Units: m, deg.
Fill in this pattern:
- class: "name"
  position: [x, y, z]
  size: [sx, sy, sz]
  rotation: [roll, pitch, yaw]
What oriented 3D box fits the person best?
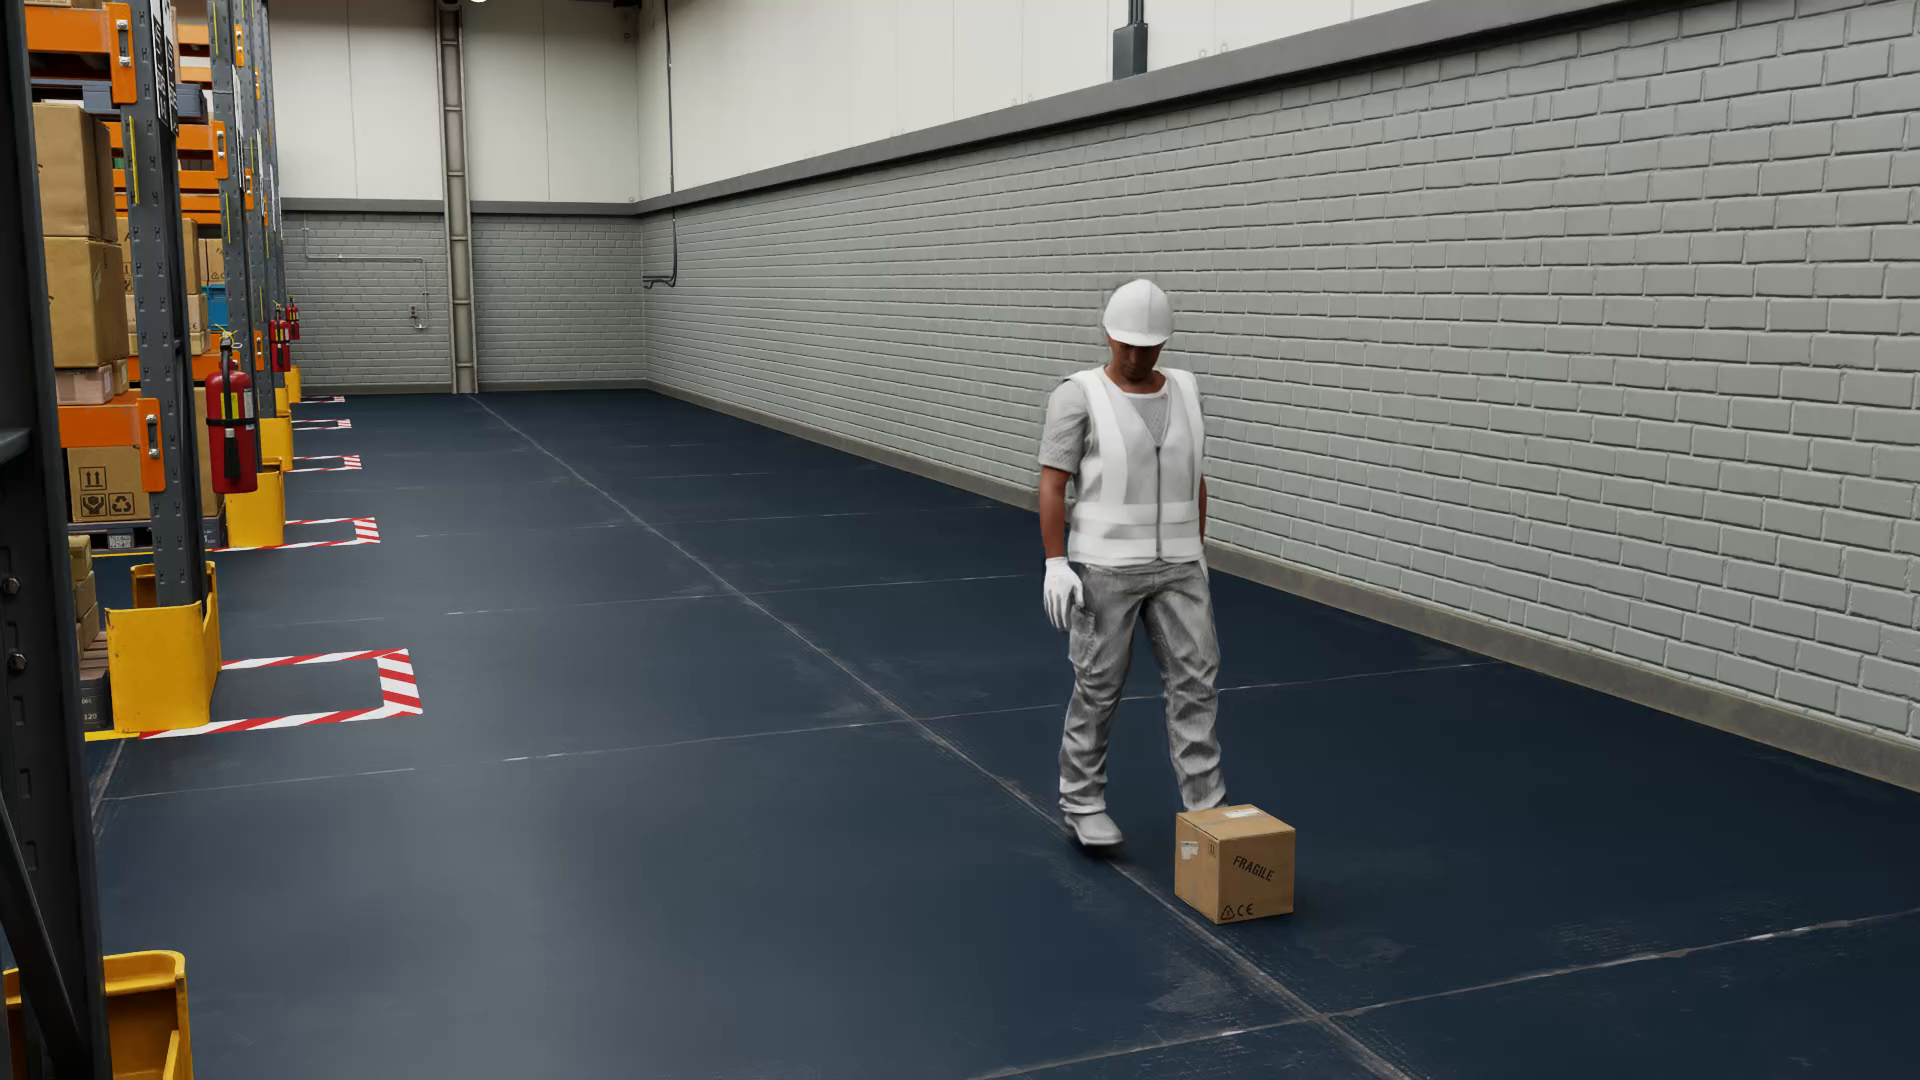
- class: "person"
  position: [0.534, -0.261, 5.062]
  size: [0.615, 1.054, 0.362]
  rotation: [-3, 9, -21]
